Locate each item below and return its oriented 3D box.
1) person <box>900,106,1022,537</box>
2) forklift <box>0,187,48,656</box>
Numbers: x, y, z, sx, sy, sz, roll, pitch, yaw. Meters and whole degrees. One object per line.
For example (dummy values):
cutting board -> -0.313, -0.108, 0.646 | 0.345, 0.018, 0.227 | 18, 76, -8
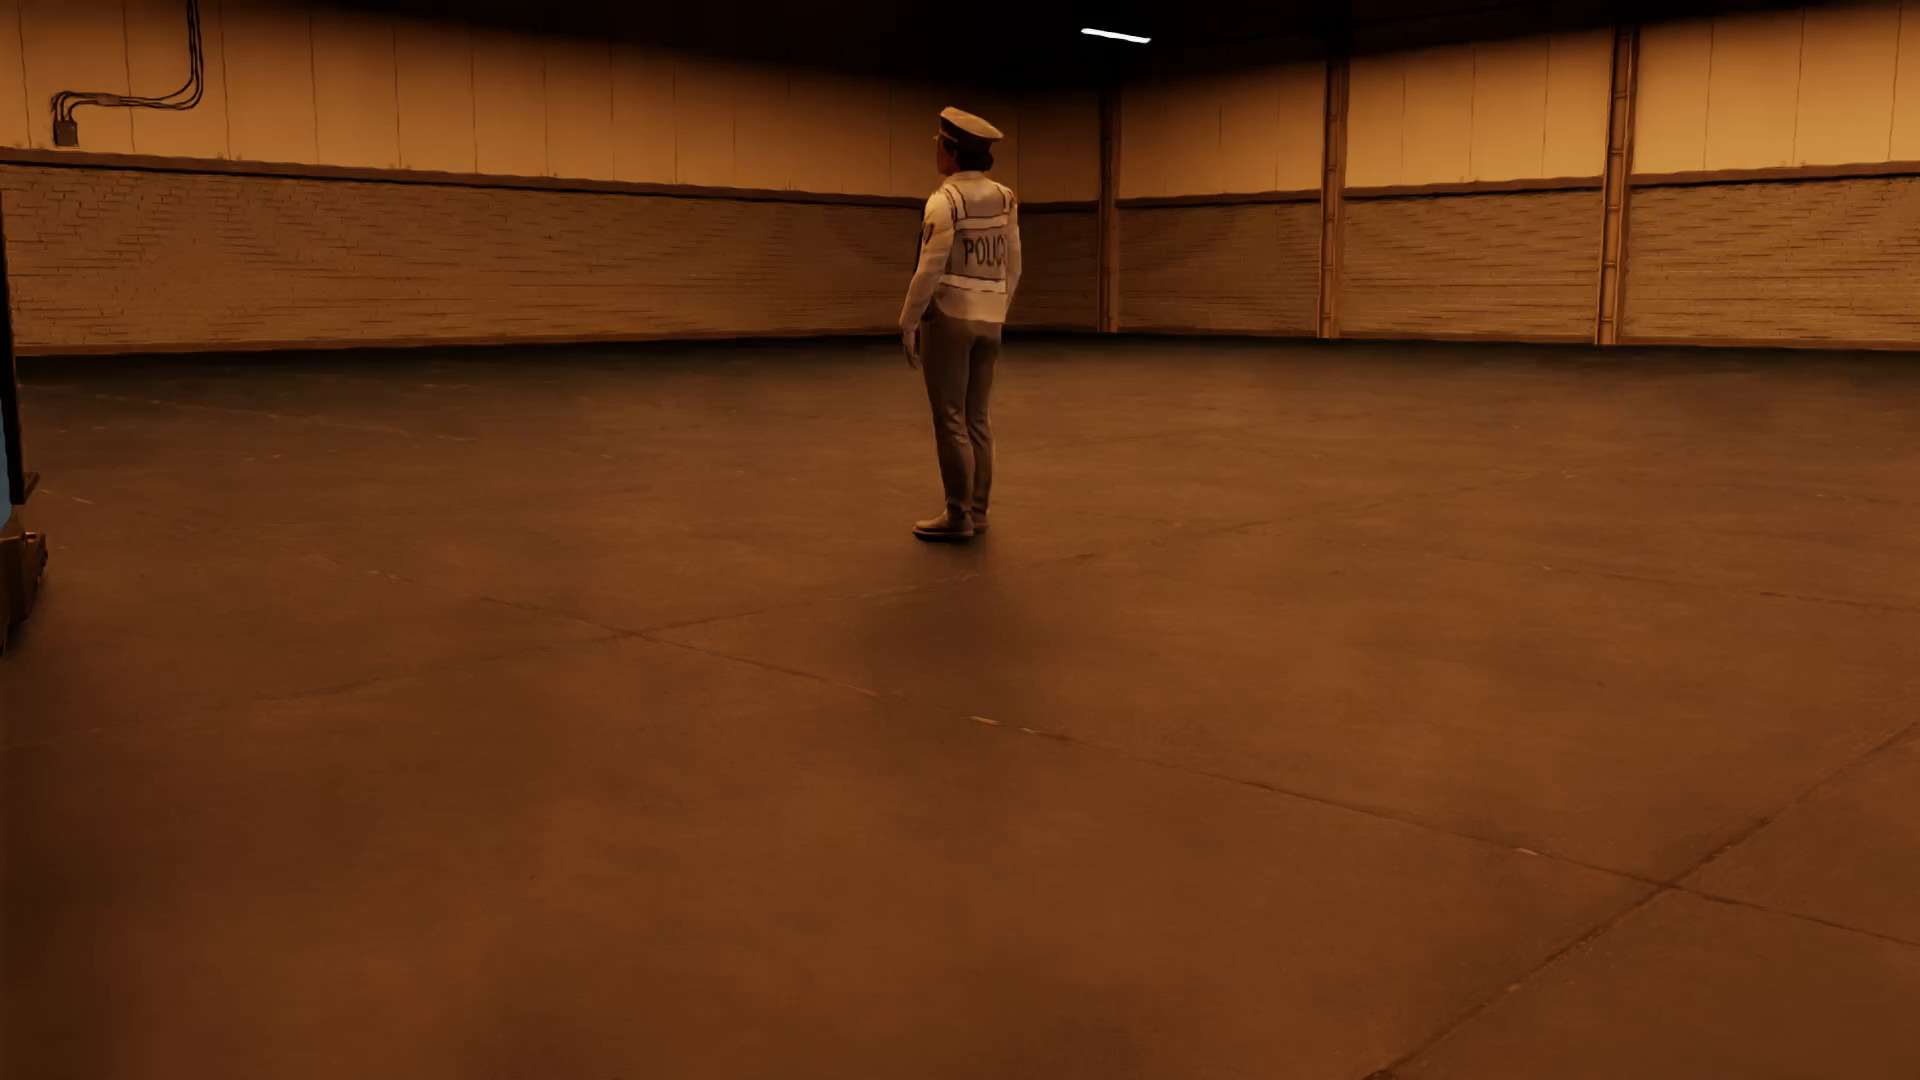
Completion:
person -> -0.044, -0.853, 6.642 | 0.533, 1.695, 0.586 | 8, 12, 43
forklift -> -3.612, -1.252, 5.187 | 1.130, 2.935, 3.031 | -4, 10, -26
